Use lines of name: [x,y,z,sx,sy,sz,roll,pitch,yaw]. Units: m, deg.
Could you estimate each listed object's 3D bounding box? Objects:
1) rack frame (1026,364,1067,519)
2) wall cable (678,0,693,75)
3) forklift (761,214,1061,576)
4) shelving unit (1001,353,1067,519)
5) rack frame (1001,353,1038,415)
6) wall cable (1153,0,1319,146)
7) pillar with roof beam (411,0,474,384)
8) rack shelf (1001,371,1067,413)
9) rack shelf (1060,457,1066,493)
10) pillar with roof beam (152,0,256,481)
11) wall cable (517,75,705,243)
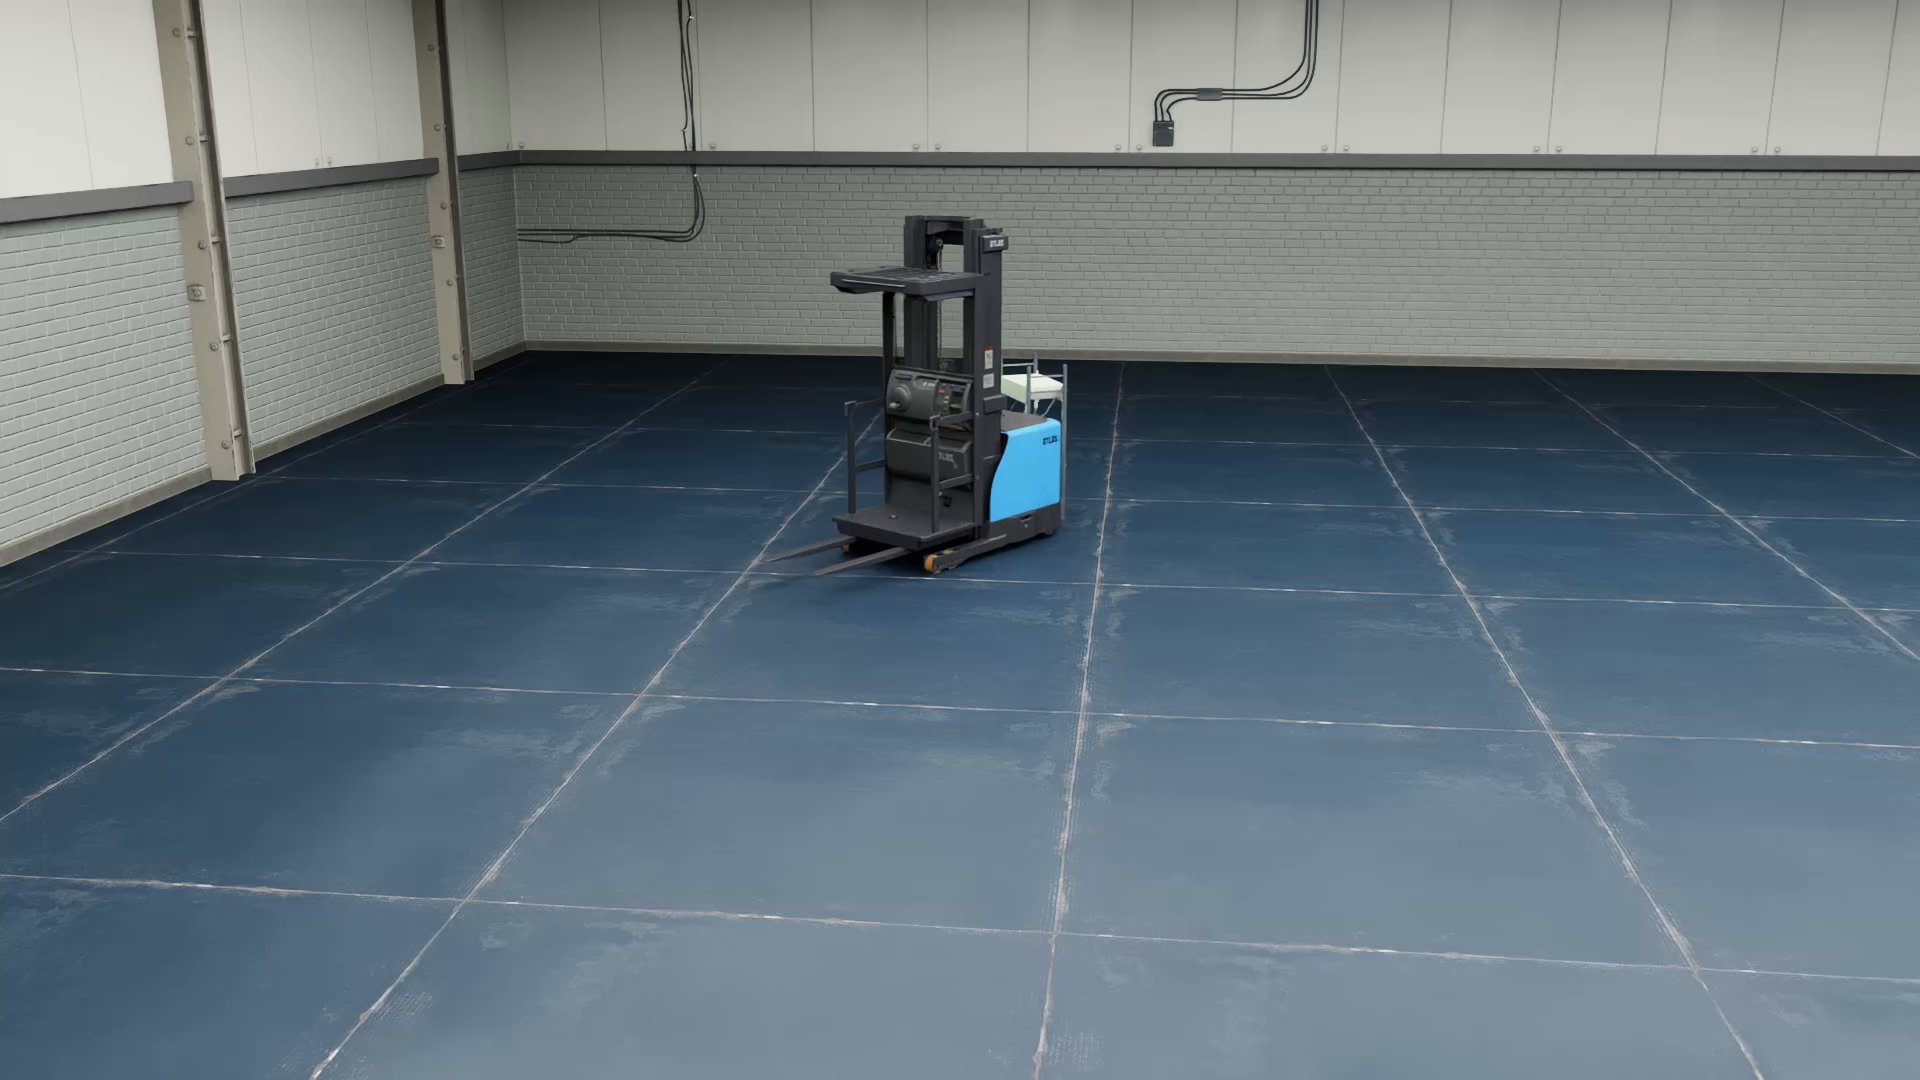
rack frame: [0.814,-0.910,15.743,0.400,1.500,0.023,-5,16,-19]
wall cable: [-2.766,-8.170,24.497,3.097,2.526,0.112,2,15,6]
forklift: [-0.410,-1.271,14.336,1.130,2.935,3.031,13,20,39]
shelving unit: [0.691,-1.000,16.075,0.431,1.500,0.755,-5,16,-19]
rack frame: [0.567,-1.090,16.408,0.400,1.500,0.023,-5,16,-19]
wall cable: [3.977,-8.668,23.552,2.305,6.003,0.169,2,15,6]
pillar with roof beam: [-2.822,-6.458,21.895,9.100,9.000,0.400,2,15,6]
rack shelf: [0.691,-1.377,15.973,0.431,0.370,0.720,-5,16,-19]
rack shelf: [0.691,-0.685,16.160,0.431,0.370,0.720,-5,16,-19]
pillar with roof beam: [-3.499,-4.902,16.140,9.100,9.000,0.400,2,15,6]
wall cable: [-5.454,-5.811,25.451,3.097,2.526,0.112,2,15,6]
